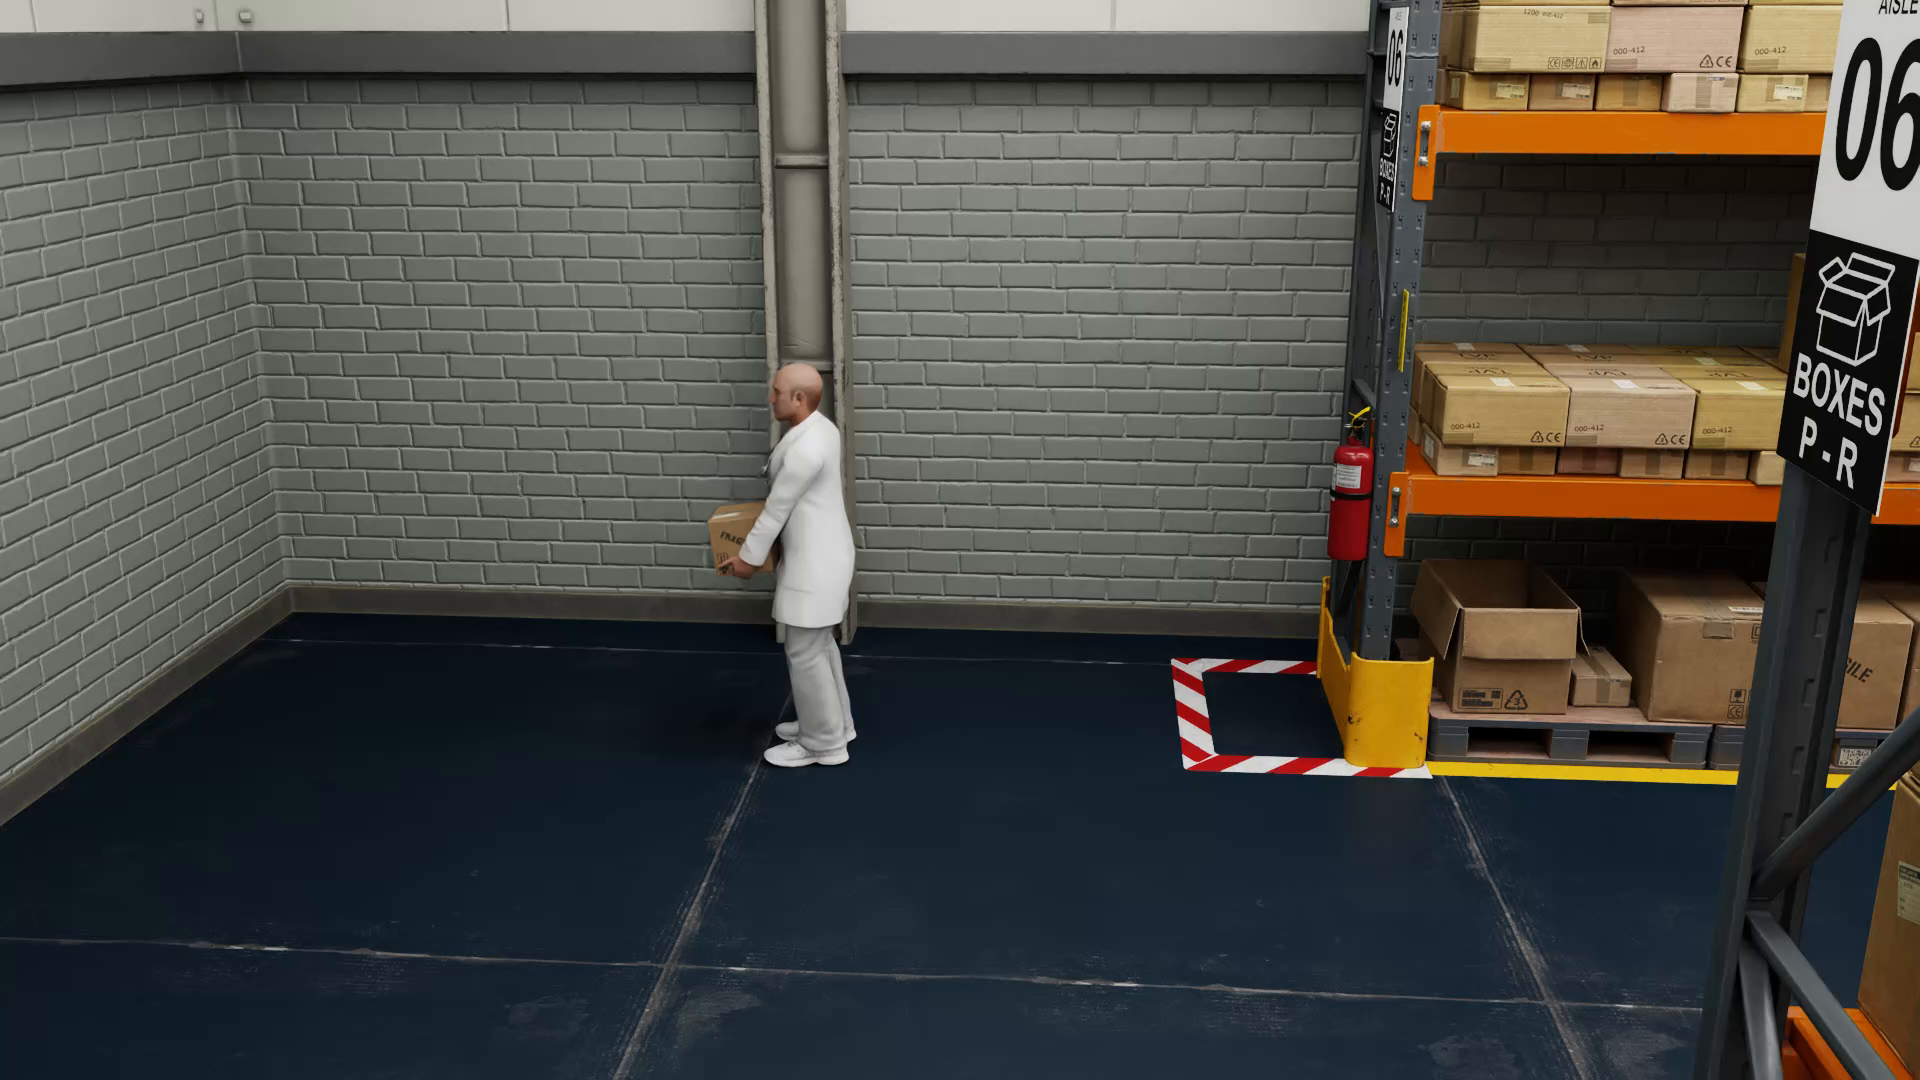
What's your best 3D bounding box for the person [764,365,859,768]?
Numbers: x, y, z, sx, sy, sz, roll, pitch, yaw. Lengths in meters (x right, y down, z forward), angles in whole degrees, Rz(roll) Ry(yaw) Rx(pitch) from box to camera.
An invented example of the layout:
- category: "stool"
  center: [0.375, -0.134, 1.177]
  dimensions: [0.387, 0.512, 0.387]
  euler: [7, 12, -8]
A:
- category: "person"
  center: [-0.649, 0.109, 7.225]
  dimensions: [0.429, 1.772, 0.643]
  euler: [0, 17, 1]
